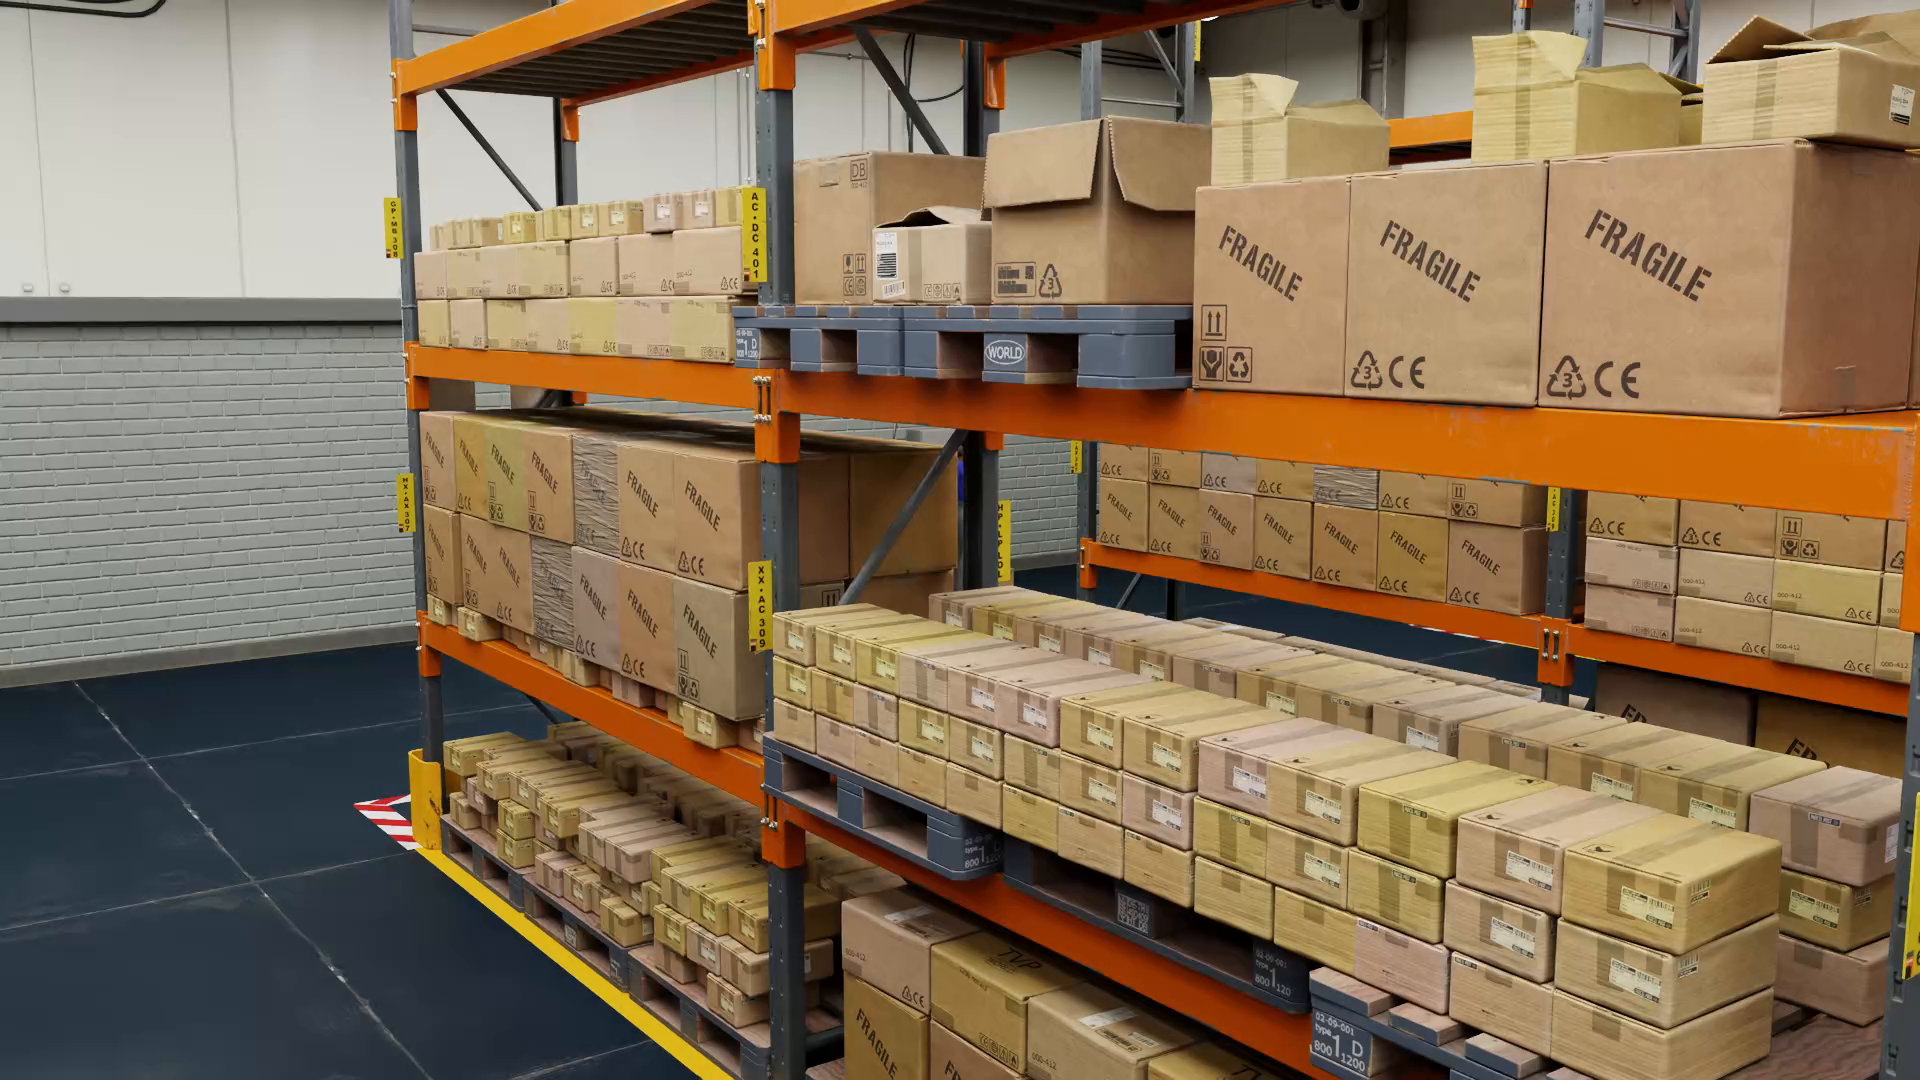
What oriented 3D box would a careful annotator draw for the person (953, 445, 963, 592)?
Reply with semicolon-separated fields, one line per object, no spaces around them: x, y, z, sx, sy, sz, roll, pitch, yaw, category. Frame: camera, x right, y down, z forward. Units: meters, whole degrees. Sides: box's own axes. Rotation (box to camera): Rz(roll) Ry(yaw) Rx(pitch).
0.014;-0.230;17.536;0.314;1.661;0.437;-5;10;-35;person
